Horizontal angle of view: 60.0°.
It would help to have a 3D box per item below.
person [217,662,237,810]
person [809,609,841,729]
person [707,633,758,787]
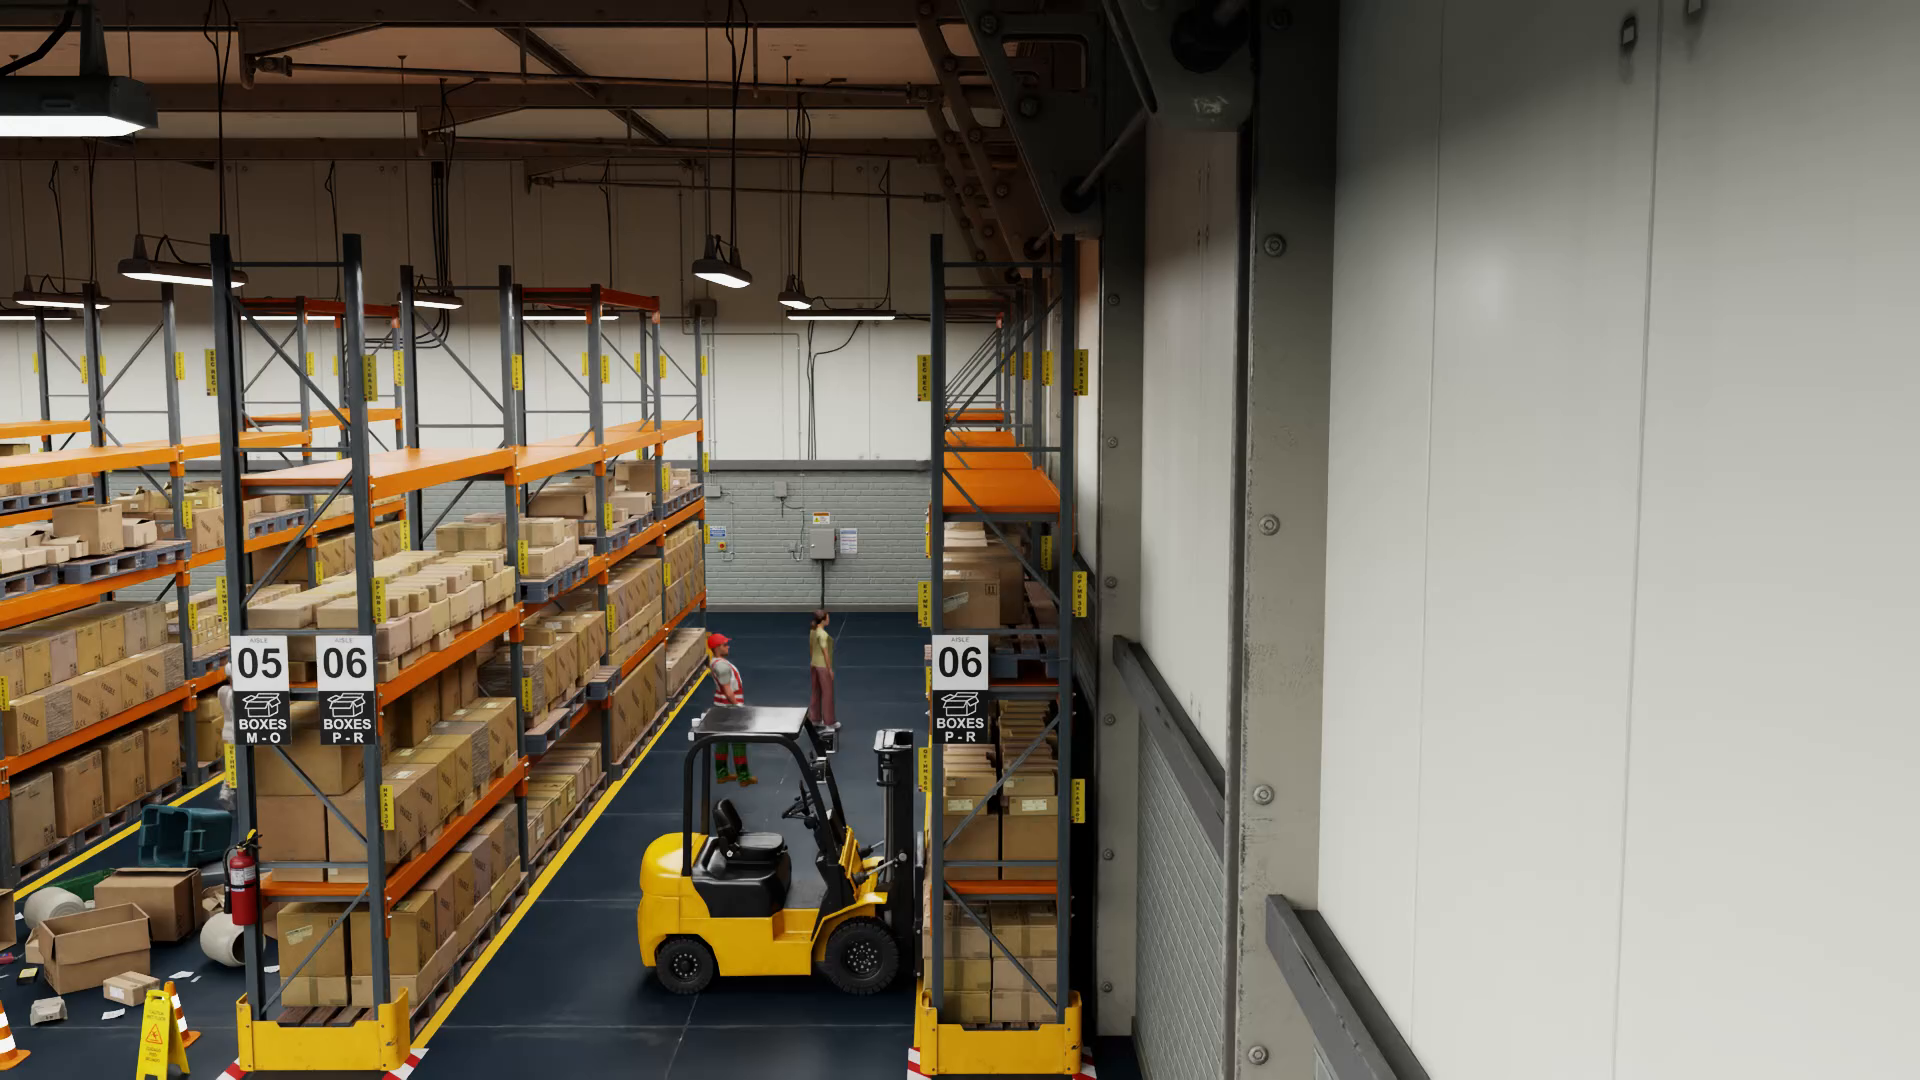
[{"bbox_3d":[-8.151,2.230,18.925,0.592,1.742,0.582,3,7,25],"label":"person"},{"bbox_3d":[-1.891,1.792,23.083,0.412,1.686,0.471,-4,8,-34],"label":"person"},{"bbox_3d":[-2.651,1.968,19.324,0.519,1.777,0.674,-4,8,-35],"label":"person"}]
